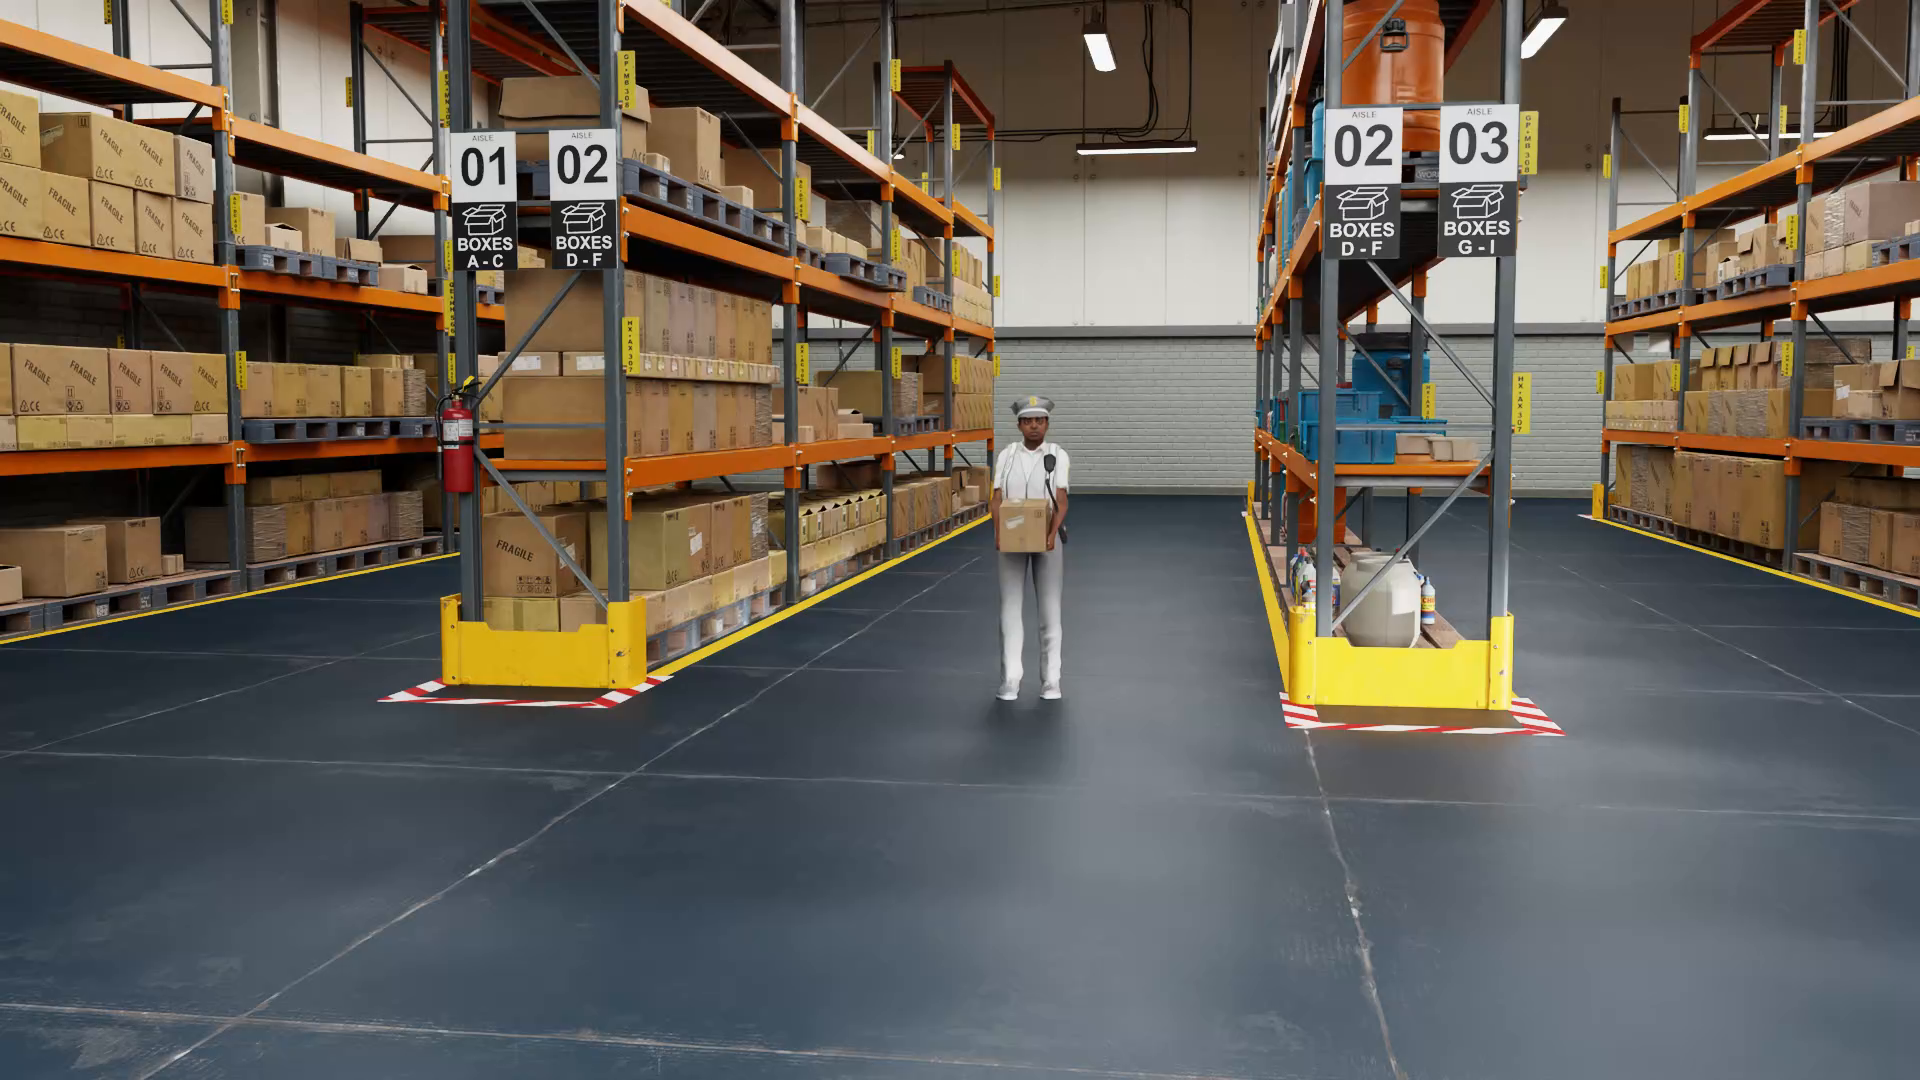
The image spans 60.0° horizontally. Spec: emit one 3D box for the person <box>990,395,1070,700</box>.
[{"bbox_3d":[0.383,0.041,9.254,0.442,1.692,0.517,1,5,8],"label":"person"}]
